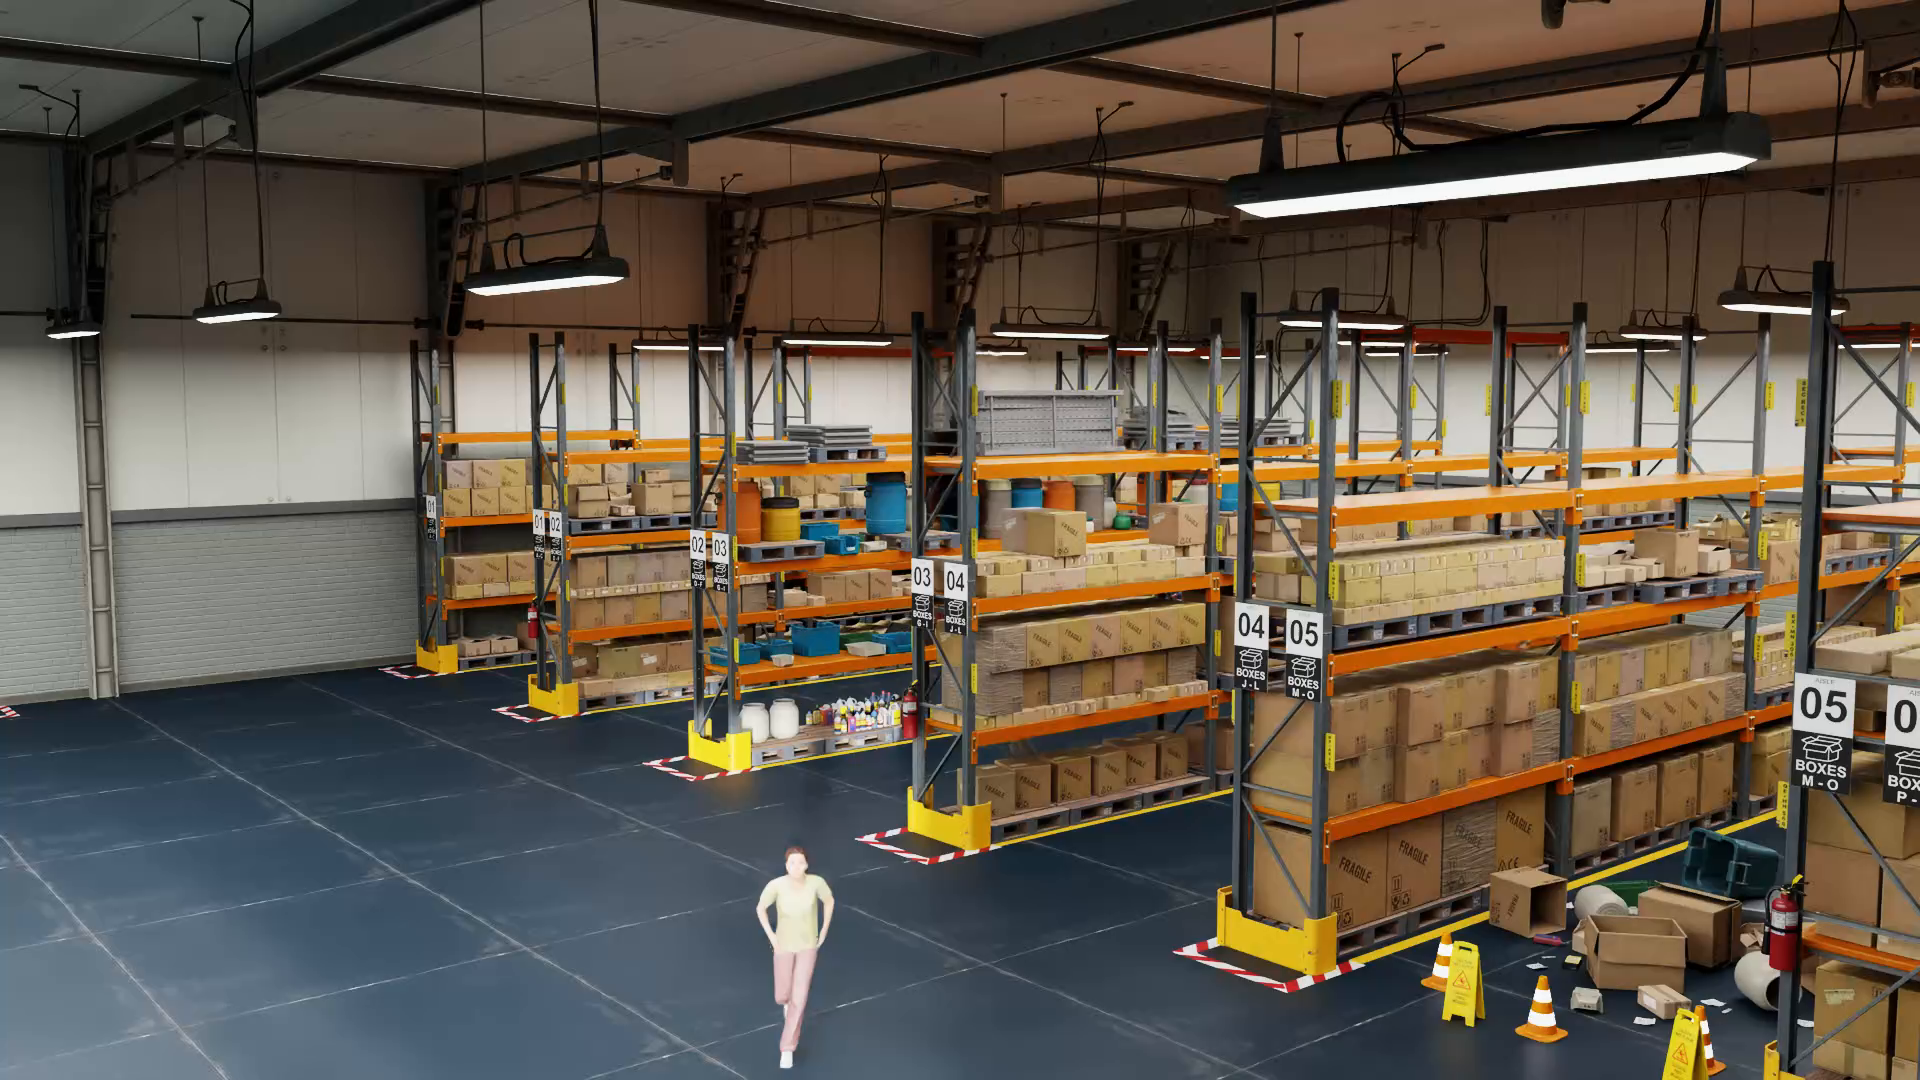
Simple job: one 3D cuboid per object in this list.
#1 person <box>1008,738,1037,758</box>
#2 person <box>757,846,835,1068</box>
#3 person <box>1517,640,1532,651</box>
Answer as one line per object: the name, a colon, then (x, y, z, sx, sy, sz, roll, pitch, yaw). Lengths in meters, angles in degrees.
person: (0.786, 2.275, 21.796, 0.777, 1.835, 0.638, -4, 7, -38)
person: (-1.275, 3.164, 12.944, 0.604, 1.651, 0.795, -1, 5, -6)
person: (7.957, 2.152, 23.430, 0.857, 1.719, 0.562, -4, 7, -39)
